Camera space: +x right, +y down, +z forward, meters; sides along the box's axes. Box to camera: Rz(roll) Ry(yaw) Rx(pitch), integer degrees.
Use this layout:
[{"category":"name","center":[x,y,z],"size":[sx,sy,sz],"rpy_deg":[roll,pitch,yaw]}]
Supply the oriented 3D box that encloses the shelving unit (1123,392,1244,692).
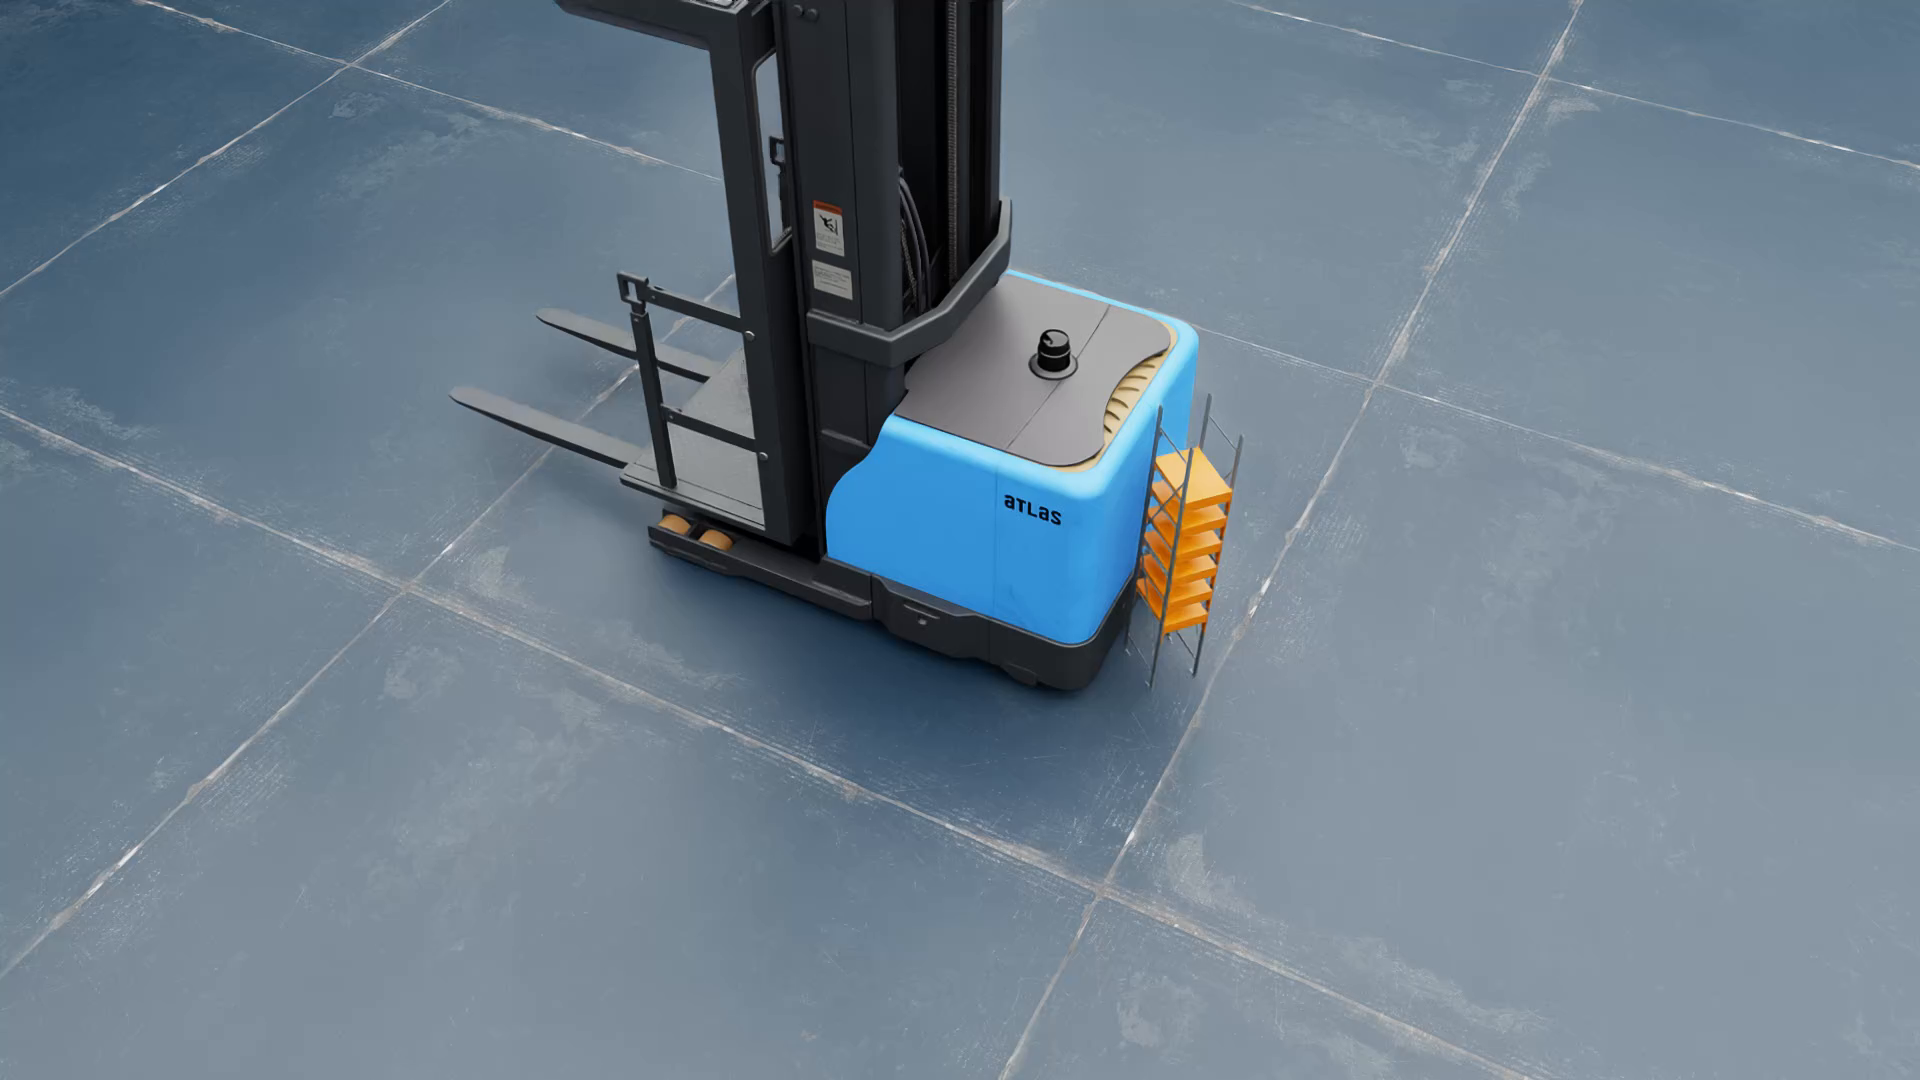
[{"category":"shelving unit","center":[0.772,0.035,5.867],"size":[0.189,1.200,0.258],"rpy_deg":[-15,47,-17]}]

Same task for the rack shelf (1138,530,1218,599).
[{"category":"rack shelf","center":[0.771,0.067,5.898],"size":[0.180,0.103,0.258],"rpy_deg":[-15,47,-17]}]

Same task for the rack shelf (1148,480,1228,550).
[{"category":"rack shelf","center":[0.778,-0.104,5.730],"size":[0.180,0.103,0.258],"rpy_deg":[-15,47,-17]}]

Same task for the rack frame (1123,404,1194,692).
[{"category":"rack frame","center":[0.687,0.057,5.841],"size":[0.006,1.200,0.240],"rpy_deg":[-15,47,-17]}]

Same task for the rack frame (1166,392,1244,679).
[{"category":"rack frame","center":[0.857,0.013,5.893],"size":[0.006,1.200,0.240],"rpy_deg":[-15,47,-17]}]

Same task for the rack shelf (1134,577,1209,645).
[{"category":"rack shelf","center":[0.764,0.238,6.066],"size":[0.180,0.103,0.258],"rpy_deg":[-15,47,-17]}]

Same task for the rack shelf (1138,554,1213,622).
[{"category":"rack shelf","center":[0.767,0.153,5.982],"size":[0.180,0.103,0.258],"rpy_deg":[-15,47,-17]}]

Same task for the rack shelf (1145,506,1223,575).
[{"category":"rack shelf","center":[0.775,-0.018,5.814],"size":[0.180,0.103,0.258],"rpy_deg":[-15,47,-17]}]

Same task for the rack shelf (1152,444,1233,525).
[{"category":"rack shelf","center":[0.782,-0.189,5.646],"size":[0.180,0.103,0.258],"rpy_deg":[-15,47,-17]}]

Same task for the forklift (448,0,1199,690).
[{"category":"forklift","center":[-0.672,-1.220,5.895],"size":[3.031,2.935,1.130],"rpy_deg":[20,49,18]}]
